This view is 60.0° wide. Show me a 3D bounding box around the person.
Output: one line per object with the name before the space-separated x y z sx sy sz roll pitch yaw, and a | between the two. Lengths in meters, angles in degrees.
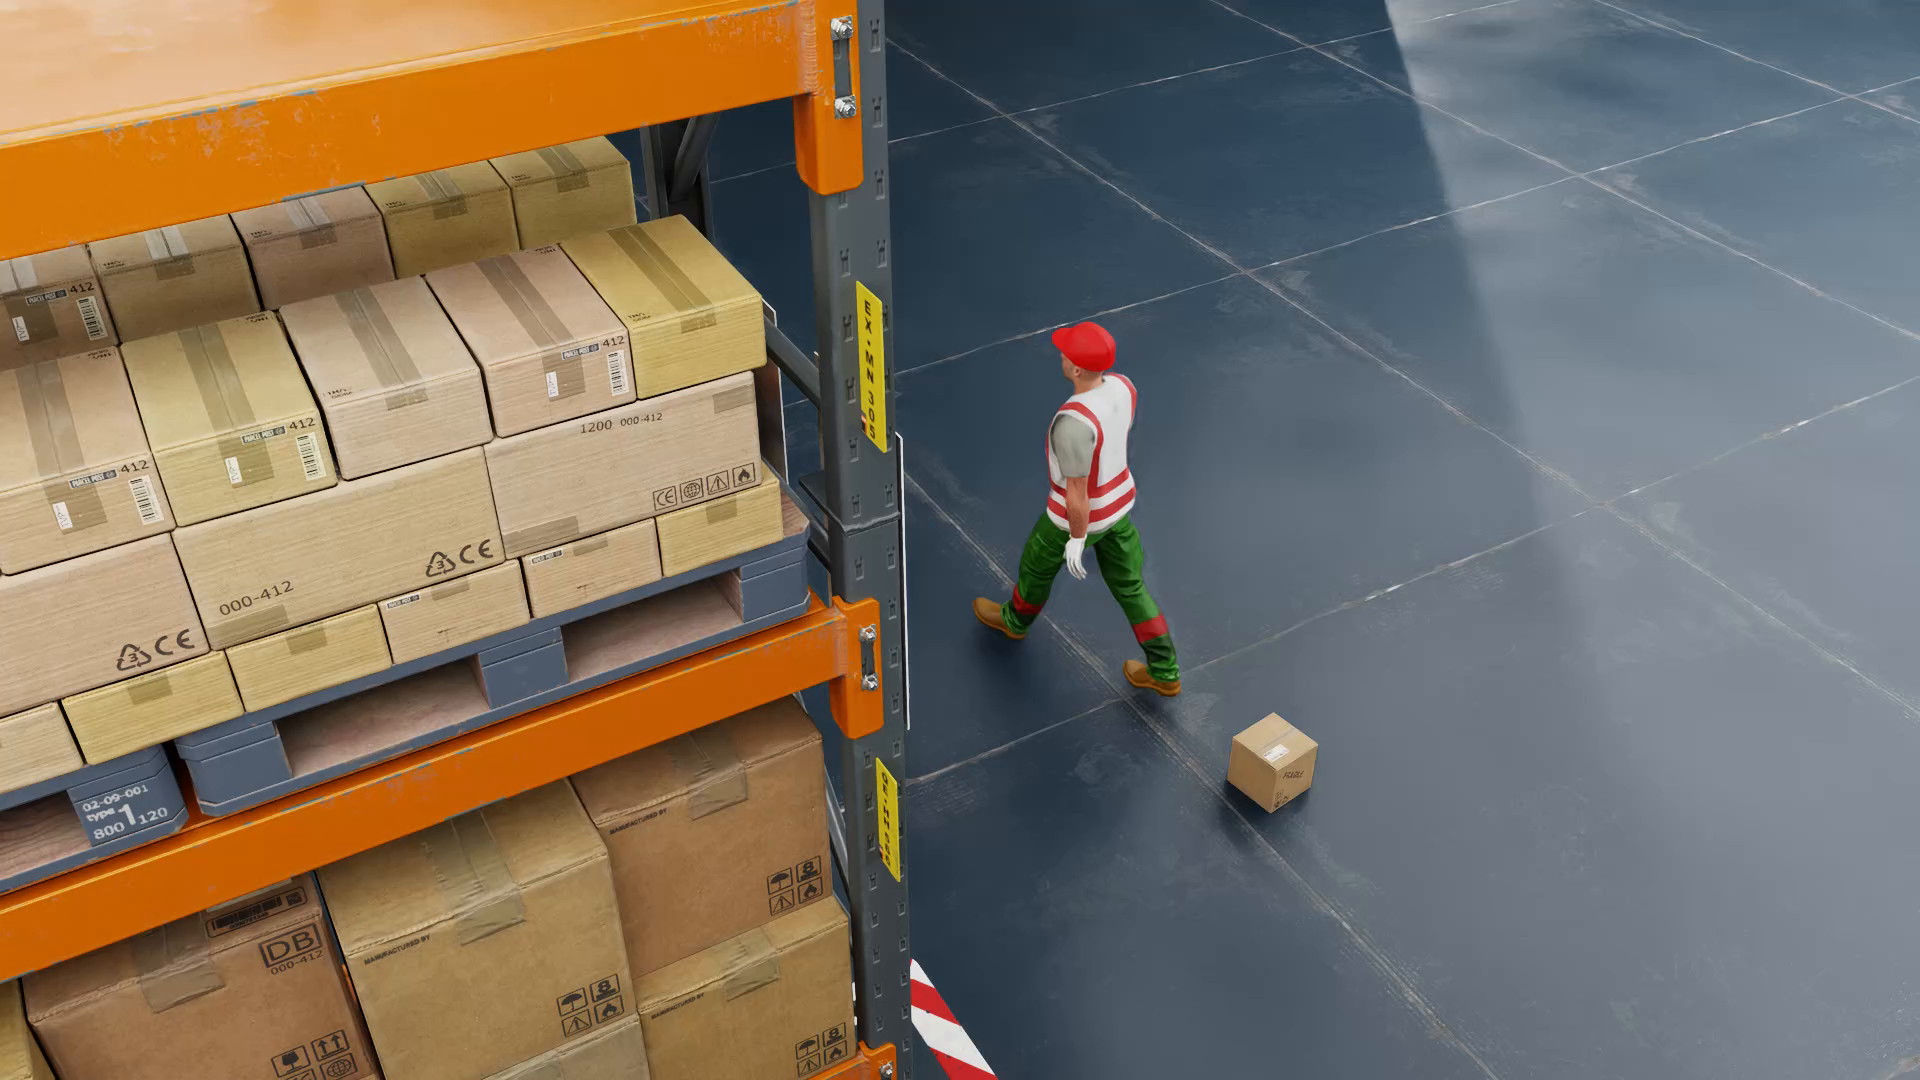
person | 0.533 -0.154 7.134 1.097 1.736 0.540 29 46 34
